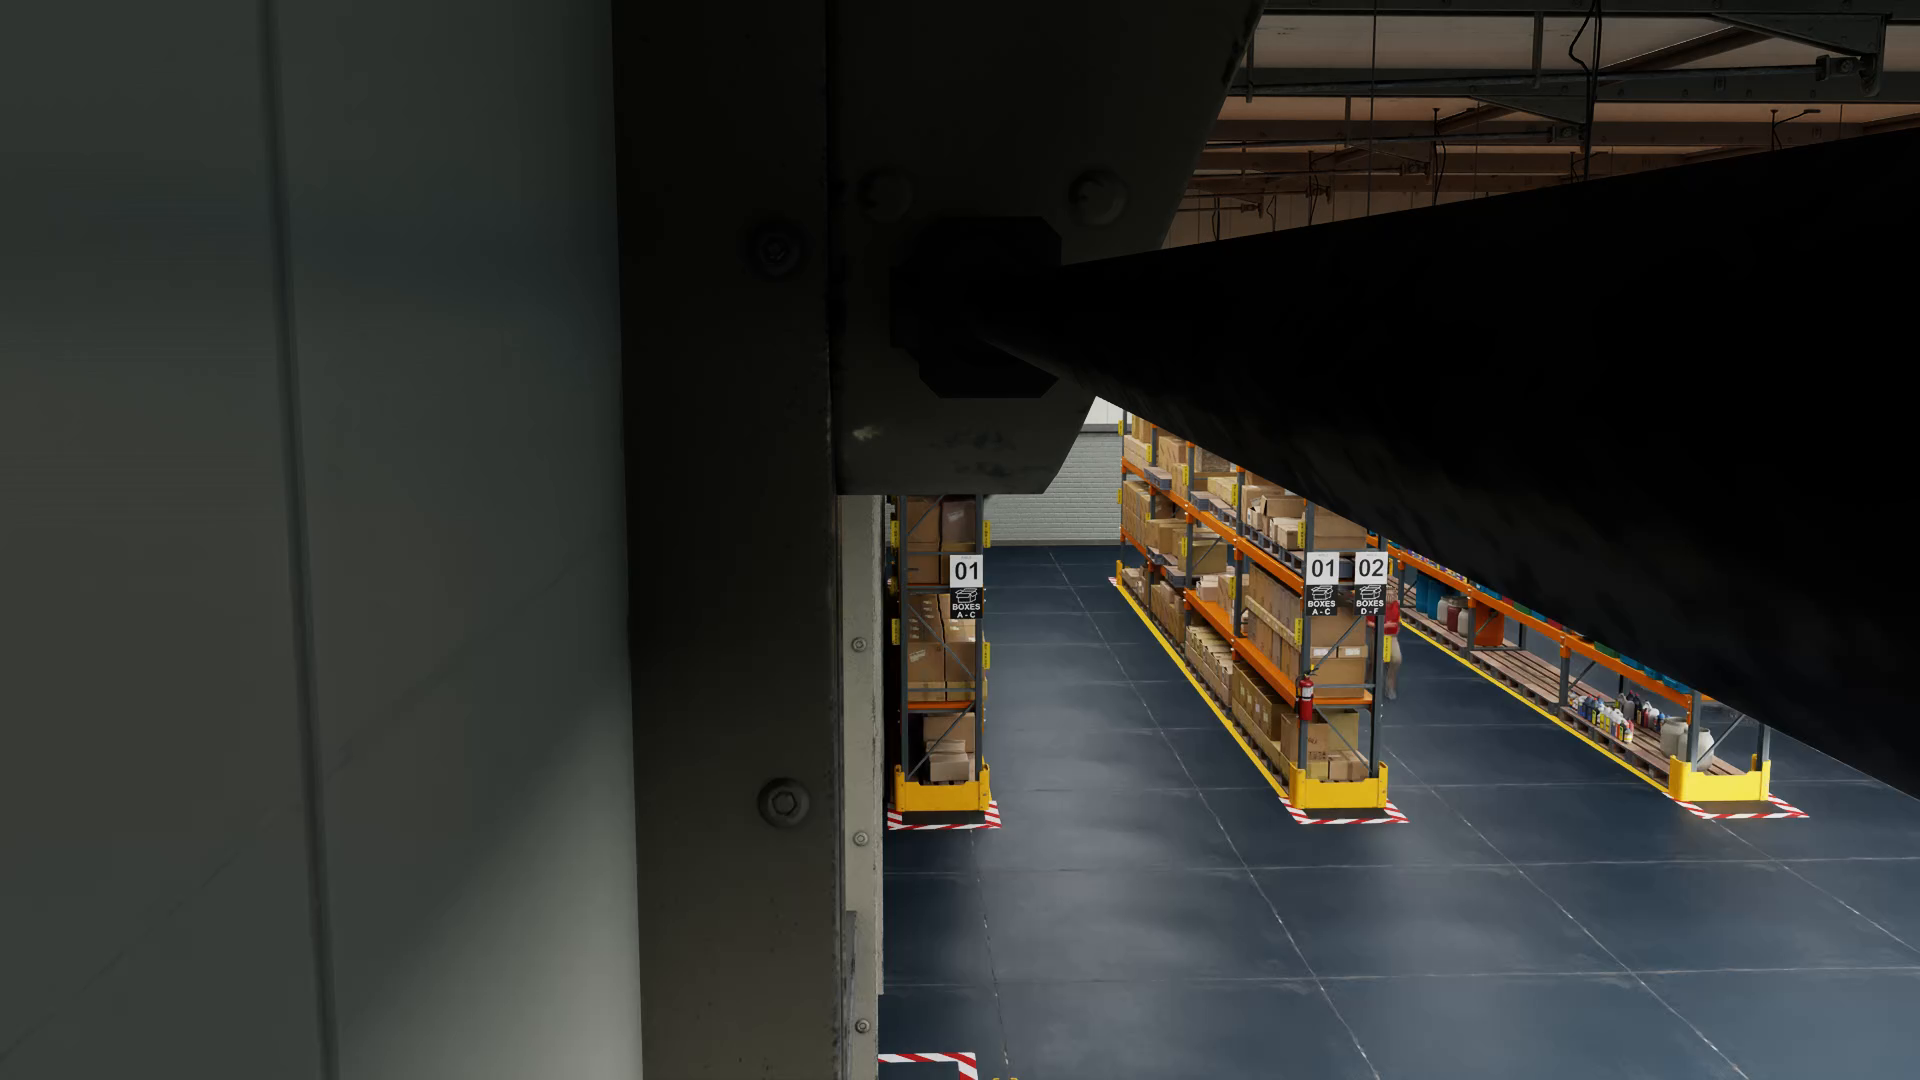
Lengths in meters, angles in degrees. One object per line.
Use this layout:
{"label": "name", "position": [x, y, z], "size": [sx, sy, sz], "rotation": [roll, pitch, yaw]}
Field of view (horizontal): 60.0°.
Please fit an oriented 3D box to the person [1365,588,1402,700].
{"label": "person", "position": [6.710, 1.623, 26.363], "size": [0.687, 1.777, 0.876], "rotation": [-3, 9, -17]}
